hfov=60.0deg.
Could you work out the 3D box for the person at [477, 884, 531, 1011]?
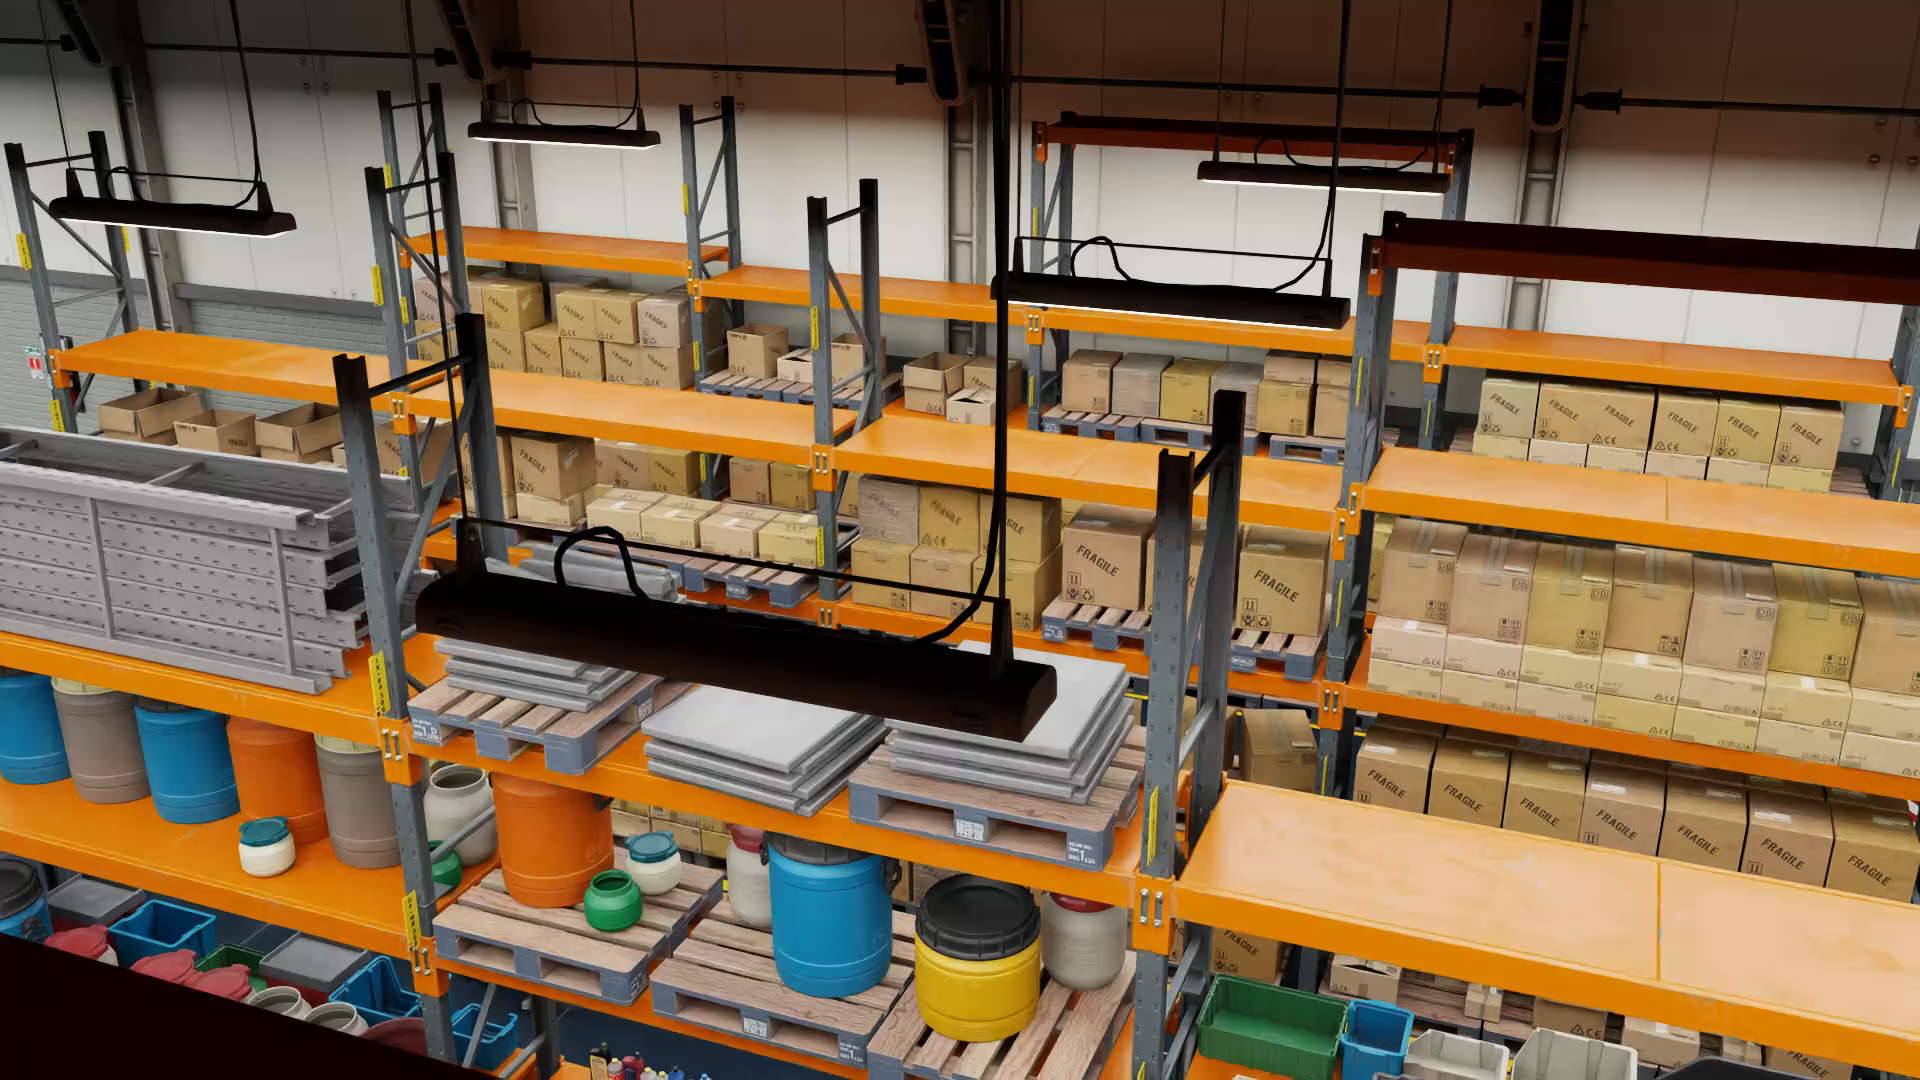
[{"bbox_3d":[-3.529,2.815,12.800,0.968,1.555,0.470,10,23,25],"label":"person"}]
